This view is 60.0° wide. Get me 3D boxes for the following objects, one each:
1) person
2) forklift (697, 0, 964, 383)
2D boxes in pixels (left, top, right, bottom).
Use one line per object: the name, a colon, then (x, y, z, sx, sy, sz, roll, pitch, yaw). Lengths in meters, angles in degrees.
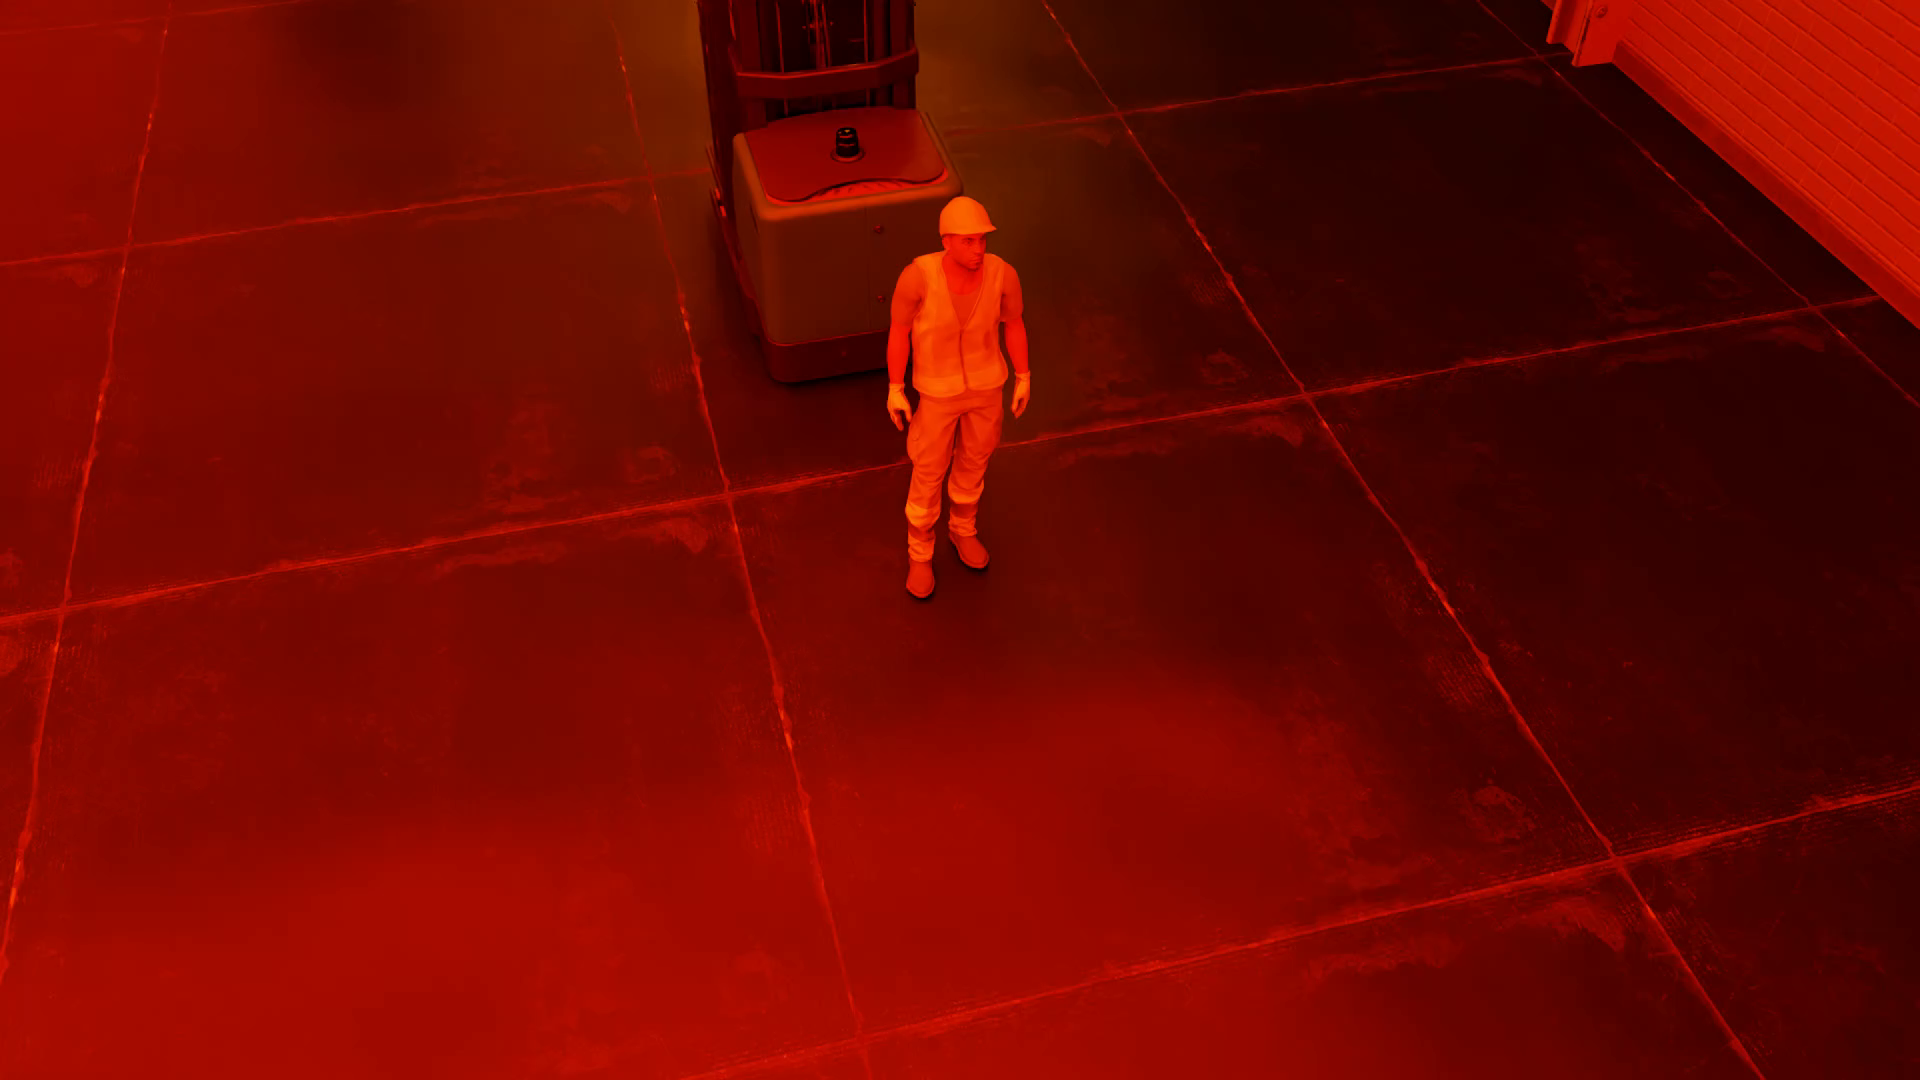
person: (0.010, -0.600, 7.101, 0.638, 1.789, 0.562, -10, 44, -11)
forklift: (-0.842, -2.900, 8.713, 1.130, 2.935, 3.031, -10, 44, -11)
